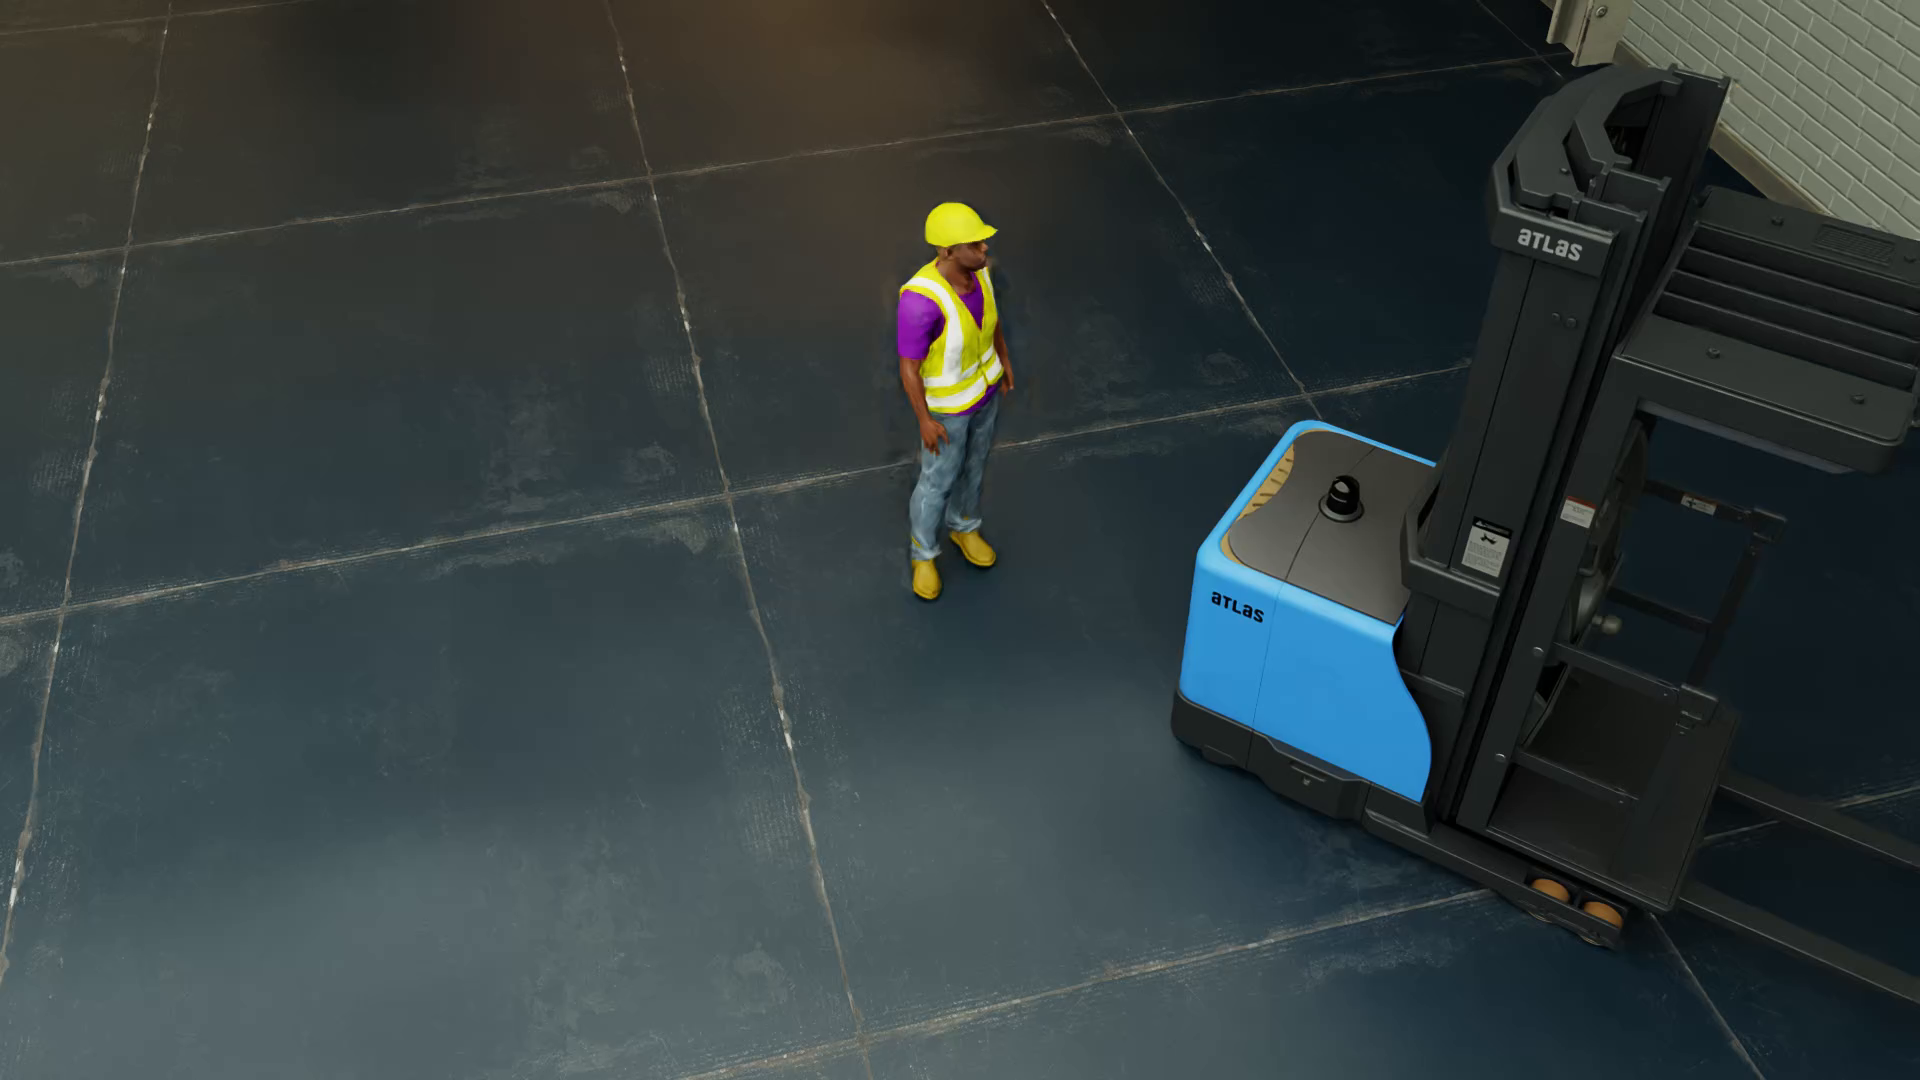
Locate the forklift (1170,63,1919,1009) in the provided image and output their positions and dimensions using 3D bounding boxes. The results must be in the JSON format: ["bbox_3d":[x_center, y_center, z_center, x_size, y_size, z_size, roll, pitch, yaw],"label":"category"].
[{"bbox_3d":[2.392,0.020,5.624,3.031,2.935,1.130,23,48,23],"label":"forklift"}]

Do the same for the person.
[{"bbox_3d":[-0.017,-0.612,7.135,0.444,1.768,0.765,23,48,23],"label":"person"}]
